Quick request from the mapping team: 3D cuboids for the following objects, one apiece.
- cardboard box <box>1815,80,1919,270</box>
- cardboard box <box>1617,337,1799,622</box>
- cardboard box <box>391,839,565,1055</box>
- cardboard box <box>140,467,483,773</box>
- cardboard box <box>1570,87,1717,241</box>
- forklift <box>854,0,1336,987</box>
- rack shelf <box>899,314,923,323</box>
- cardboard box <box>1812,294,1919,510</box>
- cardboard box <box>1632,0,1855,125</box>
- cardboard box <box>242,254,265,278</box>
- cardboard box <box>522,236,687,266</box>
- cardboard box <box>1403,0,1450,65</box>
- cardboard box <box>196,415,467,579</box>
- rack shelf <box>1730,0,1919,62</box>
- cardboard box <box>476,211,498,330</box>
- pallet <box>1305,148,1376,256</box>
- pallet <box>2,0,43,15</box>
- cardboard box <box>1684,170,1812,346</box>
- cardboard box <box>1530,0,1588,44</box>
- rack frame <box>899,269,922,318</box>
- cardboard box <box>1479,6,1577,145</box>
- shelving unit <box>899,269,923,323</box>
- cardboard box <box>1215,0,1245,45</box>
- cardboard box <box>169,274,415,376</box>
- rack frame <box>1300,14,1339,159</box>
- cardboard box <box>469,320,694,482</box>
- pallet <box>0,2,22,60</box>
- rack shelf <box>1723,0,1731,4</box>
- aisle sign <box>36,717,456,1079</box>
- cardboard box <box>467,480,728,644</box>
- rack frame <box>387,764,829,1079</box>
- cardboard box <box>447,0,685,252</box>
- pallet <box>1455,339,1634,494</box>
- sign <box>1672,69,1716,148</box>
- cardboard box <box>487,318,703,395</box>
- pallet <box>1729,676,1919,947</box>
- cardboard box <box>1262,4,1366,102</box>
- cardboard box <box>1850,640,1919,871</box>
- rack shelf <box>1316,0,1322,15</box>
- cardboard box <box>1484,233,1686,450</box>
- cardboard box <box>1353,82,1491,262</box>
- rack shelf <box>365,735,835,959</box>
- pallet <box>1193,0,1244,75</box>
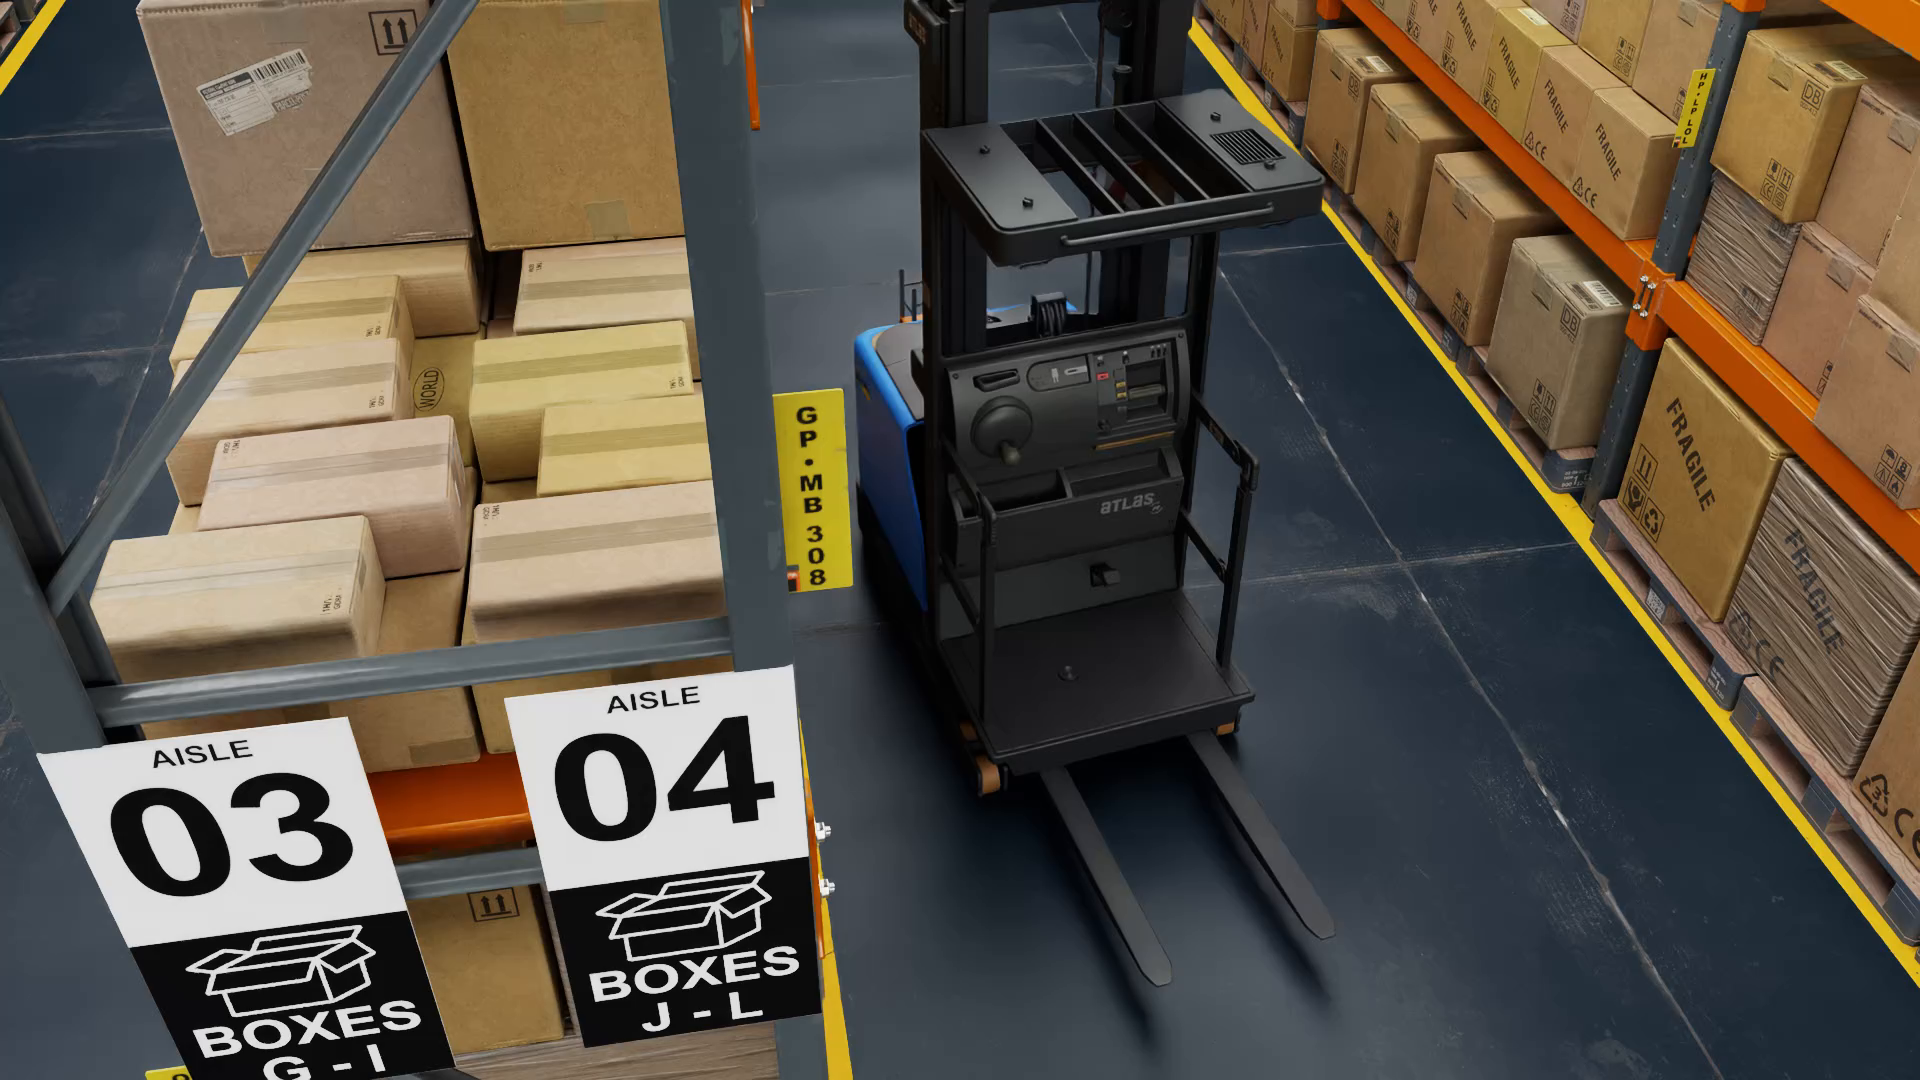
[{"bbox_3d":[3.708,-1.300,5.976,0.875,0.550,0.550,-6,38,-8],"label":"cardboard box"},{"bbox_3d":[3.508,-0.300,7.080,0.875,0.875,0.875,-6,38,-7],"label":"cardboard box"},{"bbox_3d":[-1.073,0.671,3.303,0.500,0.500,0.500,-6,38,-8],"label":"cardboard box"},{"bbox_3d":[-1.068,0.139,2.804,0.500,0.250,0.500,-5,38,-7],"label":"cardboard box"},{"bbox_3d":[3.112,-1.686,7.394,0.500,0.500,0.500,-6,38,-8],"label":"cardboard box"},{"bbox_3d":[0.480,-0.451,5.942,1.130,2.935,3.031,-12,39,-15],"label":"forklift"},{"bbox_3d":[-0.125,-0.936,7.462,0.258,0.103,0.180,-12,39,-15],"label":"rack shelf"},{"bbox_3d":[3.640,-0.529,5.864,0.875,0.550,0.550,-6,38,-8],"label":"cardboard box"},{"bbox_3d":[3.373,-2.094,7.104,0.700,0.500,0.500,-7,38,-9],"label":"cardboard box"},{"bbox_3d":[-1.310,-0.675,3.527,0.380,0.149,0.250,-8,39,-10],"label":"cardboard box"},{"bbox_3d":[-0.686,-0.572,3.393,0.380,0.149,0.250,-6,38,-8],"label":"cardboard box"},{"bbox_3d":[2.758,-2.904,8.962,0.500,0.500,0.500,-6,38,-8],"label":"cardboard box"},{"bbox_3d":[-1.019,-0.059,2.733,0.380,0.149,0.250,-7,38,-9],"label":"cardboard box"},{"bbox_3d":[3.817,-1.053,4.802,1.077,0.370,4.000,-6,38,-8],"label":"rack shelf"},{"bbox_3d":[-1.240,-0.473,3.591,0.500,0.250,0.500,-5,38,-7],"label":"cardboard box"},{"bbox_3d":[2.829,-2.191,10.398,1.003,0.211,1.213,-6,38,-8],"label":"pallet"},{"bbox_3d":[-7.880,-4.526,13.404,1.003,0.211,1.213,-6,38,-8],"label":"pallet"},{"bbox_3d":[3.543,-1.198,6.725,0.875,0.550,0.550,-6,38,-8],"label":"cardboard box"},{"bbox_3d":[3.193,-2.710,7.896,0.700,0.500,0.500,-6,38,-8],"label":"cardboard box"},{"bbox_3d":[-0.154,-0.740,7.724,0.240,1.200,0.006,-12,39,-15],"label":"rack frame"},{"bbox_3d":[2.934,-2.297,8.180,0.500,0.500,0.500,-6,38,-7],"label":"cardboard box"},{"bbox_3d":[-0.125,-0.687,7.656,0.258,1.200,0.189,-12,39,-15],"label":"shelving unit"},{"bbox_3d":[2.196,-3.956,12.092,0.500,0.500,0.500,-8,39,-10],"label":"cardboard box"},{"bbox_3d":[-1.243,-0.361,3.122,0.380,0.149,0.250,-6,38,-8],"label":"cardboard box"},{"bbox_3d":[2.765,-3.776,10.166,1.000,3.000,0.127,-6,38,-8],"label":"rack frame"},{"bbox_3d":[-0.670,-0.252,2.982,0.380,0.149,0.250,-7,38,-9],"label":"cardboard box"},{"bbox_3d":[-7.619,-3.615,12.232,1.003,0.211,1.213,-6,38,-8],"label":"pallet"},{"bbox_3d":[3.116,-3.469,7.911,1.077,0.370,4.000,-6,38,-8],"label":"rack shelf"},{"bbox_3d":[-1.018,0.571,2.451,0.394,0.787,0.004,-6,38,-8],"label":"aisle sign"},{"bbox_3d":[-0.554,0.054,2.588,0.380,0.149,0.250,-6,38,-8],"label":"cardboard box"},{"bbox_3d":[-0.733,1.528,3.338,1.000,3.000,0.127,-6,38,-8],"label":"rack frame"},{"bbox_3d":[-0.728,-0.937,3.334,0.500,0.500,0.500,-6,38,-8],"label":"cardboard box"},{"bbox_3d":[3.257,-0.717,8.501,1.003,0.211,1.213,-6,38,-8],"label":"pallet"},{"bbox_3d":[2.934,-1.722,6.642,0.100,0.325,0.005,-6,38,-8],"label":"sign"},{"bbox_3d":[-0.660,-0.227,3.274,0.500,0.250,0.500,-7,38,-9],"label":"cardboard box"},{"bbox_3d":[3.740,0.947,6.359,1.003,0.211,1.213,-6,38,-8],"label":"pallet"},{"bbox_3d":[2.392,-3.324,11.279,0.500,0.500,0.500,-6,38,-8],"label":"cardboard box"},{"bbox_3d":[3.827,0.795,5.671,0.875,0.875,0.875,-7,38,-9],"label":"cardboard box"},{"bbox_3d":[2.414,-4.700,11.942,1.077,0.370,4.000,-6,38,-8],"label":"rack shelf"},{"bbox_3d":[3.269,-1.003,8.088,1.050,0.750,0.750,-6,38,-8],"label":"cardboard box"},{"bbox_3d":[2.940,-2.149,9.562,1.050,0.750,0.750,-6,38,-7],"label":"cardboard box"},{"bbox_3d":[-1.084,-0.580,4.193,1.077,0.370,4.000,-6,38,-8],"label":"rack shelf"},{"bbox_3d":[2.419,-3.883,12.576,1.003,0.211,1.213,-6,38,-8],"label":"pallet"}]
